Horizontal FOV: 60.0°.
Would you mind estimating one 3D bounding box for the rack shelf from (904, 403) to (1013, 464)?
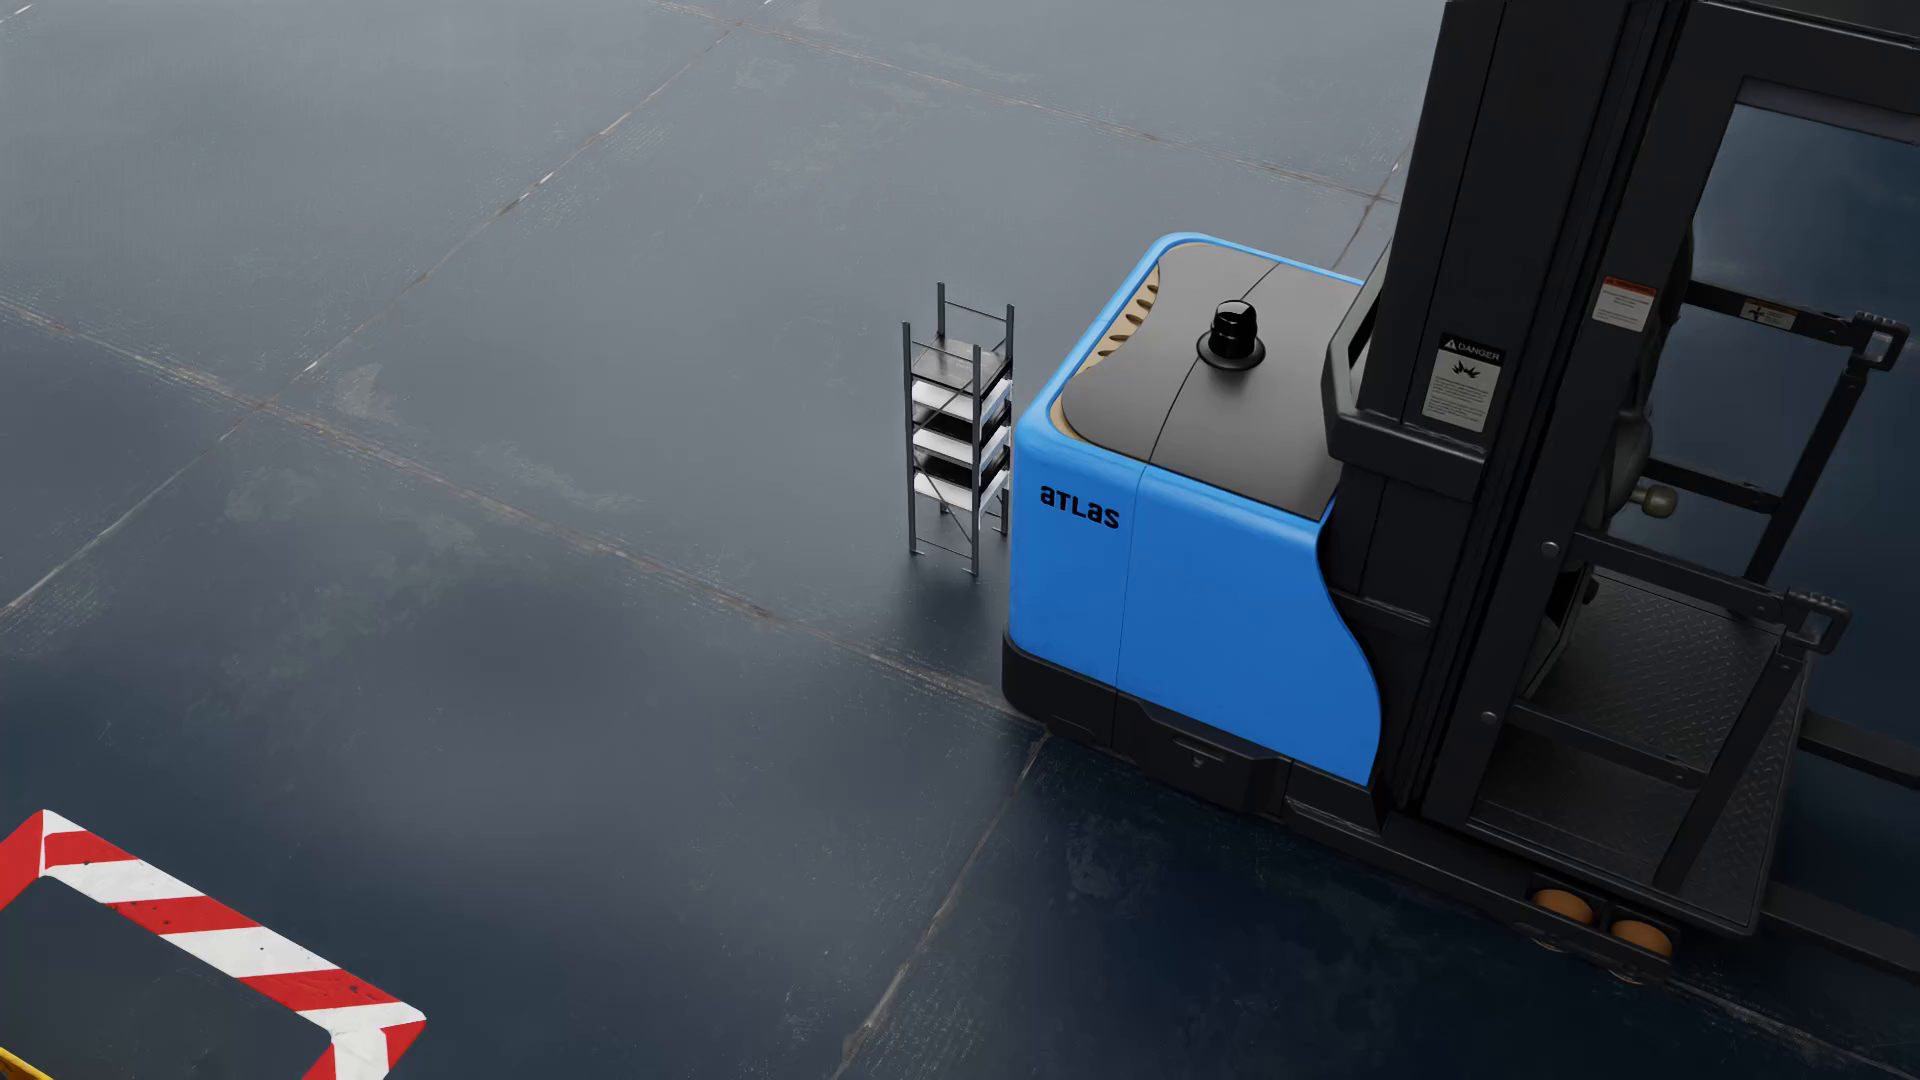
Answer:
[{"bbox_3d":[-0.004,-0.351,4.885,0.258,0.077,0.200,20,49,19],"label":"rack shelf"}]

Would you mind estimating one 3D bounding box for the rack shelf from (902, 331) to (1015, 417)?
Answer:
[{"bbox_3d":[-0.004,-0.478,4.757,0.258,0.077,0.200,20,49,19],"label":"rack shelf"}]

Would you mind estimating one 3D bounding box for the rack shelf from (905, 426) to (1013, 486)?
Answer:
[{"bbox_3d":[-0.004,-0.288,4.949,0.258,0.077,0.200,20,49,19],"label":"rack shelf"}]

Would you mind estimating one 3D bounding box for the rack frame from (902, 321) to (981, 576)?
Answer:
[{"bbox_3d":[-0.051,-0.247,4.862,0.240,0.900,0.006,20,49,19],"label":"rack frame"}]

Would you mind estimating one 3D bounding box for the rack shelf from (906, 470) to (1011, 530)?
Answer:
[{"bbox_3d":[-0.004,-0.161,5.077,0.258,0.077,0.200,20,49,19],"label":"rack shelf"}]

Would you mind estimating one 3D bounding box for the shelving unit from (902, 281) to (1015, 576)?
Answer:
[{"bbox_3d":[-0.004,-0.311,4.925,0.258,0.900,0.210,20,49,19],"label":"shelving unit"}]

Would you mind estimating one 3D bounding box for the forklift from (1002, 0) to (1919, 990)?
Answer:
[{"bbox_3d":[1.665,-0.359,3.544,3.031,2.935,1.130,21,49,19],"label":"forklift"}]

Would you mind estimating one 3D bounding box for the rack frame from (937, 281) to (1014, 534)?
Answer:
[{"bbox_3d":[0.043,-0.375,4.988,0.240,0.900,0.006,20,49,19],"label":"rack frame"}]

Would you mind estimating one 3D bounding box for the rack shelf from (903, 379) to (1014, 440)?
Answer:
[{"bbox_3d":[-0.004,-0.414,4.821,0.258,0.077,0.200,20,49,19],"label":"rack shelf"}]

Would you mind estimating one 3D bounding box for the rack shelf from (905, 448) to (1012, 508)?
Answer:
[{"bbox_3d":[-0.004,-0.225,5.013,0.258,0.077,0.200,20,49,19],"label":"rack shelf"}]
